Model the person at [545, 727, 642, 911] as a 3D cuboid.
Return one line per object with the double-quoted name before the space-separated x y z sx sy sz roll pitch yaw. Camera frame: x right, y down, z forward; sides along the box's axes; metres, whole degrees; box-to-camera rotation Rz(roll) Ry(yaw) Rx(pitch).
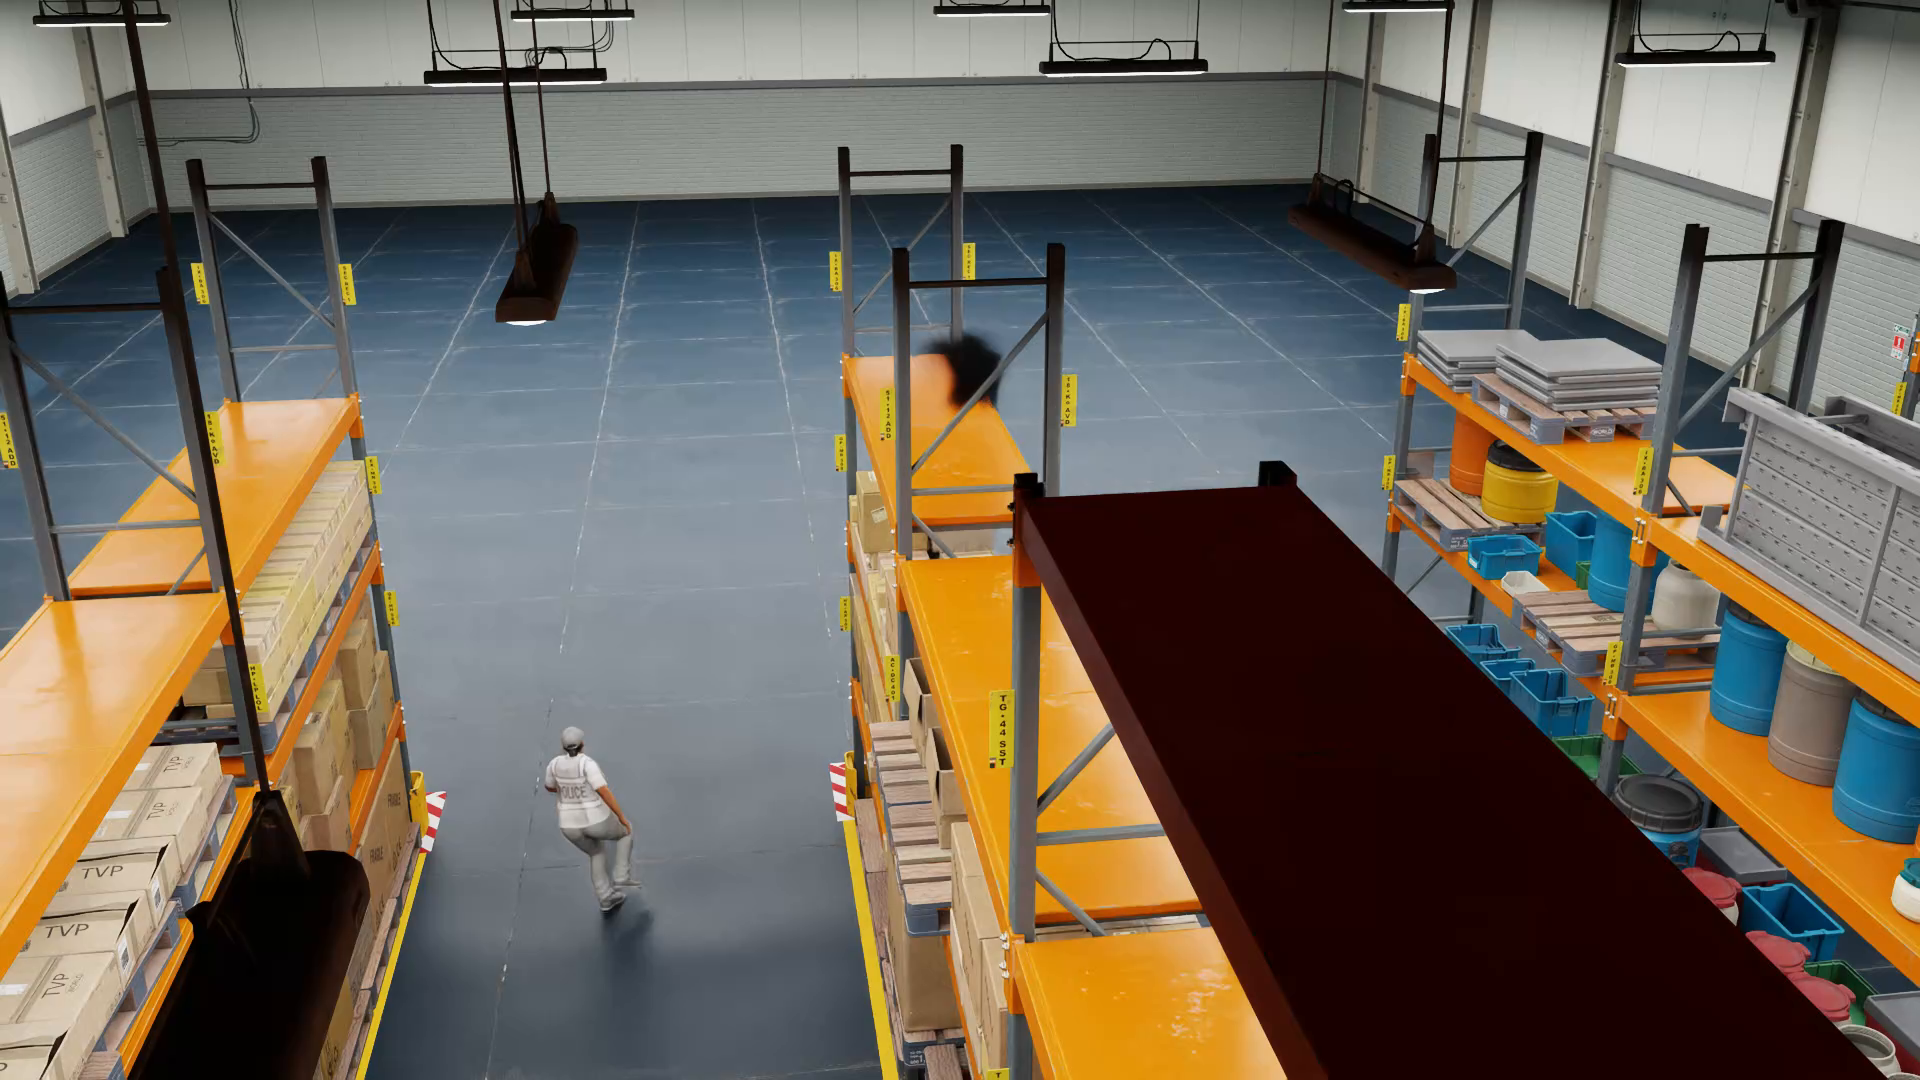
"person" -3.045 2.266 13.823 0.801 1.563 0.609 3 22 8
